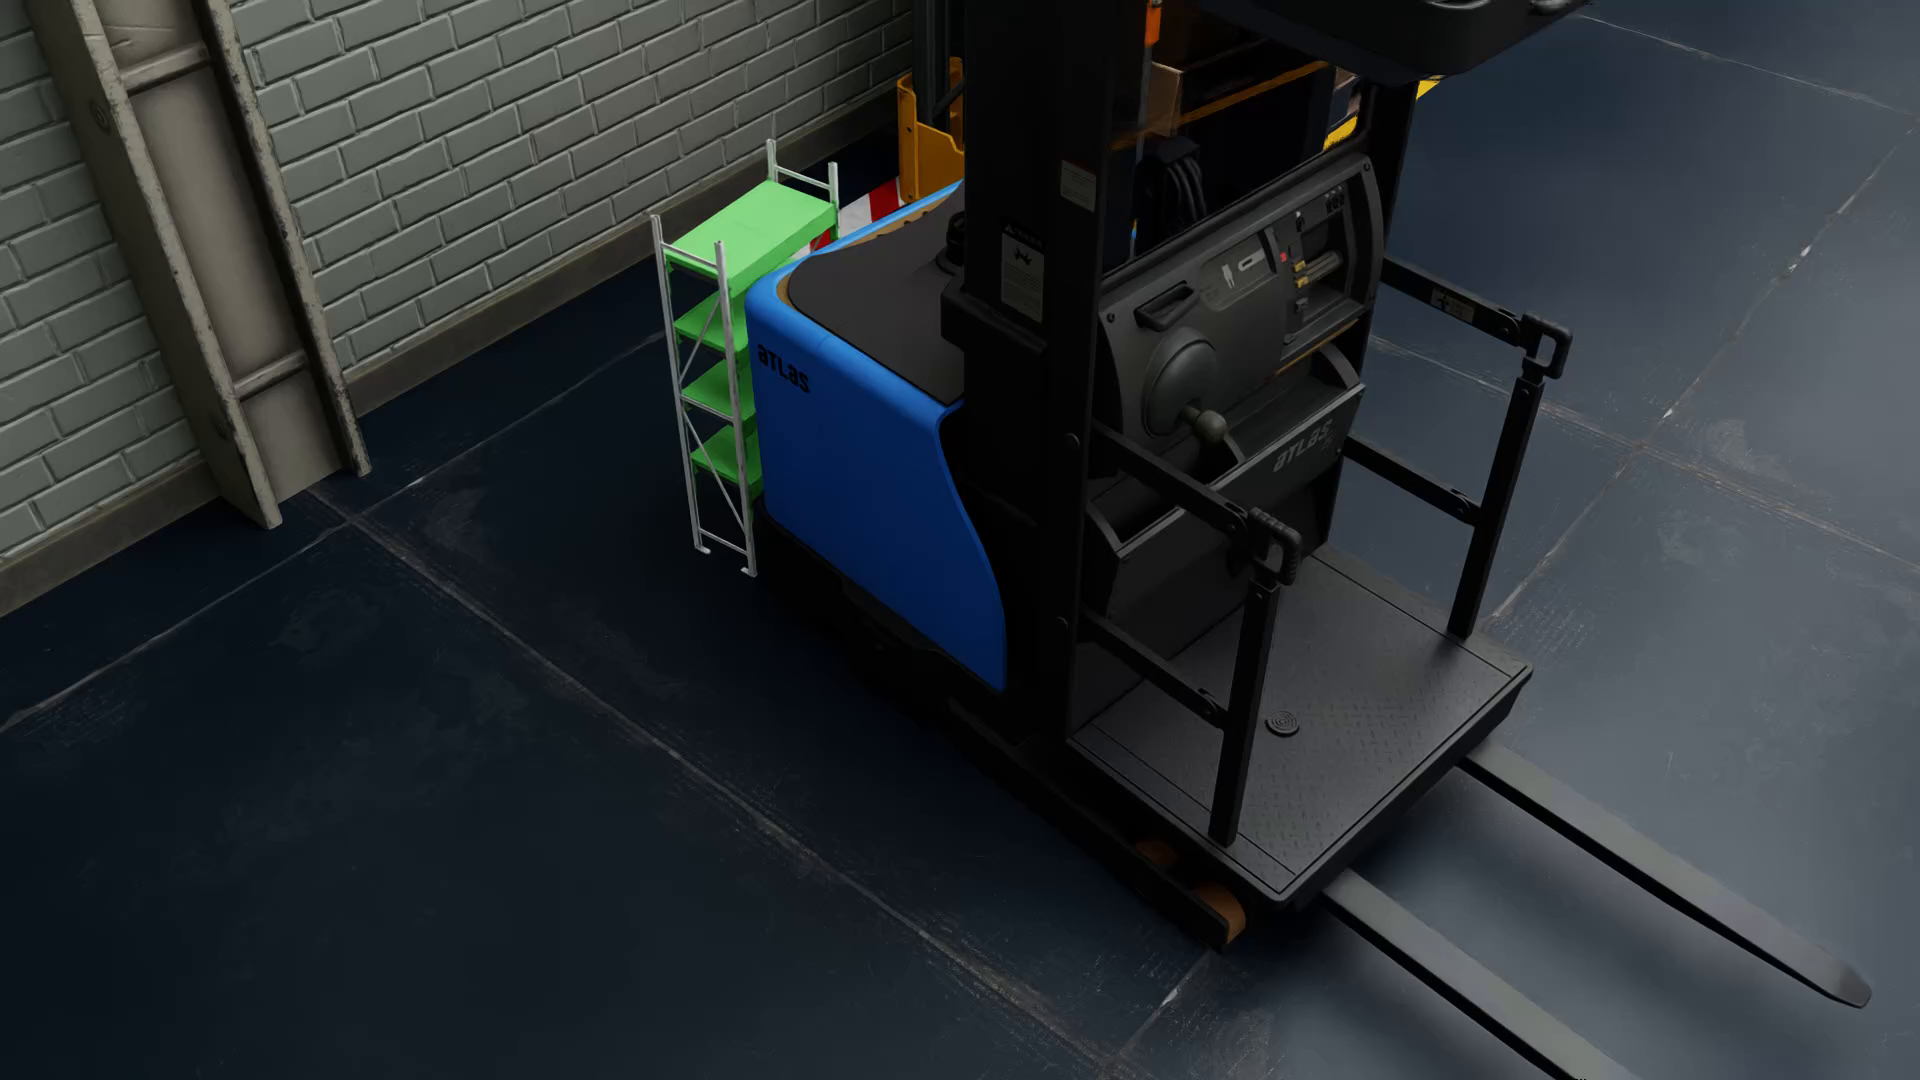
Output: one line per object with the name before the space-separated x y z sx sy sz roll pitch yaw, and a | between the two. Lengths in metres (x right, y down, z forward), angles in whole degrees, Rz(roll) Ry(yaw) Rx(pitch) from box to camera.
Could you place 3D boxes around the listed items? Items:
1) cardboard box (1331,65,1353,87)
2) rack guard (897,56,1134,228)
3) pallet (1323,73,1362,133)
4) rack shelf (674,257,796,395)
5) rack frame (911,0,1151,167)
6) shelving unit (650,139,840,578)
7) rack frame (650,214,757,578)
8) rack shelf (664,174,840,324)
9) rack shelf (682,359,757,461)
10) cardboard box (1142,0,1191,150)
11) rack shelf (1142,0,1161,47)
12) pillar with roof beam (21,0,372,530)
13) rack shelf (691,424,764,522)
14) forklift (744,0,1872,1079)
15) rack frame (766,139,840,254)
cardboard box | 1.283 -2.234 7.023 0.700 0.500 0.500 32 51 30
rack guard | 0.286 -1.420 6.440 1.175 0.500 0.348 29 50 28
pallet | 1.584 -2.349 7.677 1.003 0.211 1.213 29 50 28
rack shelf | -0.585 -0.640 4.798 0.258 0.148 0.480 25 48 24
rack frame | 0.237 -2.306 5.556 1.000 3.000 0.127 29 50 28
shelving unit | -0.587 -0.511 4.917 0.258 1.200 0.503 25 48 24
rack frame | -0.723 -0.374 4.767 0.240 1.200 0.015 25 48 24
rack shelf | -0.583 -0.817 4.635 0.258 0.148 0.480 25 48 24
rack shelf | -0.587 -0.464 4.961 0.258 0.148 0.480 25 48 24
cardboard box | 0.704 -1.811 6.556 0.797 0.503 0.637 28 49 27
rack shelf | 1.525 -3.069 6.931 1.077 0.370 4.000 29 50 28
pillar with roof beam | 1.107 -1.663 0.390 9.100 9.000 0.400 29 50 28
rack shelf | -0.590 -0.287 5.123 0.258 0.148 0.480 25 48 24
forklift | 0.792 -0.470 3.588 1.130 2.935 3.031 -33 52 -31
rack frame | -0.451 -0.647 5.067 0.240 1.200 0.015 25 48 24
